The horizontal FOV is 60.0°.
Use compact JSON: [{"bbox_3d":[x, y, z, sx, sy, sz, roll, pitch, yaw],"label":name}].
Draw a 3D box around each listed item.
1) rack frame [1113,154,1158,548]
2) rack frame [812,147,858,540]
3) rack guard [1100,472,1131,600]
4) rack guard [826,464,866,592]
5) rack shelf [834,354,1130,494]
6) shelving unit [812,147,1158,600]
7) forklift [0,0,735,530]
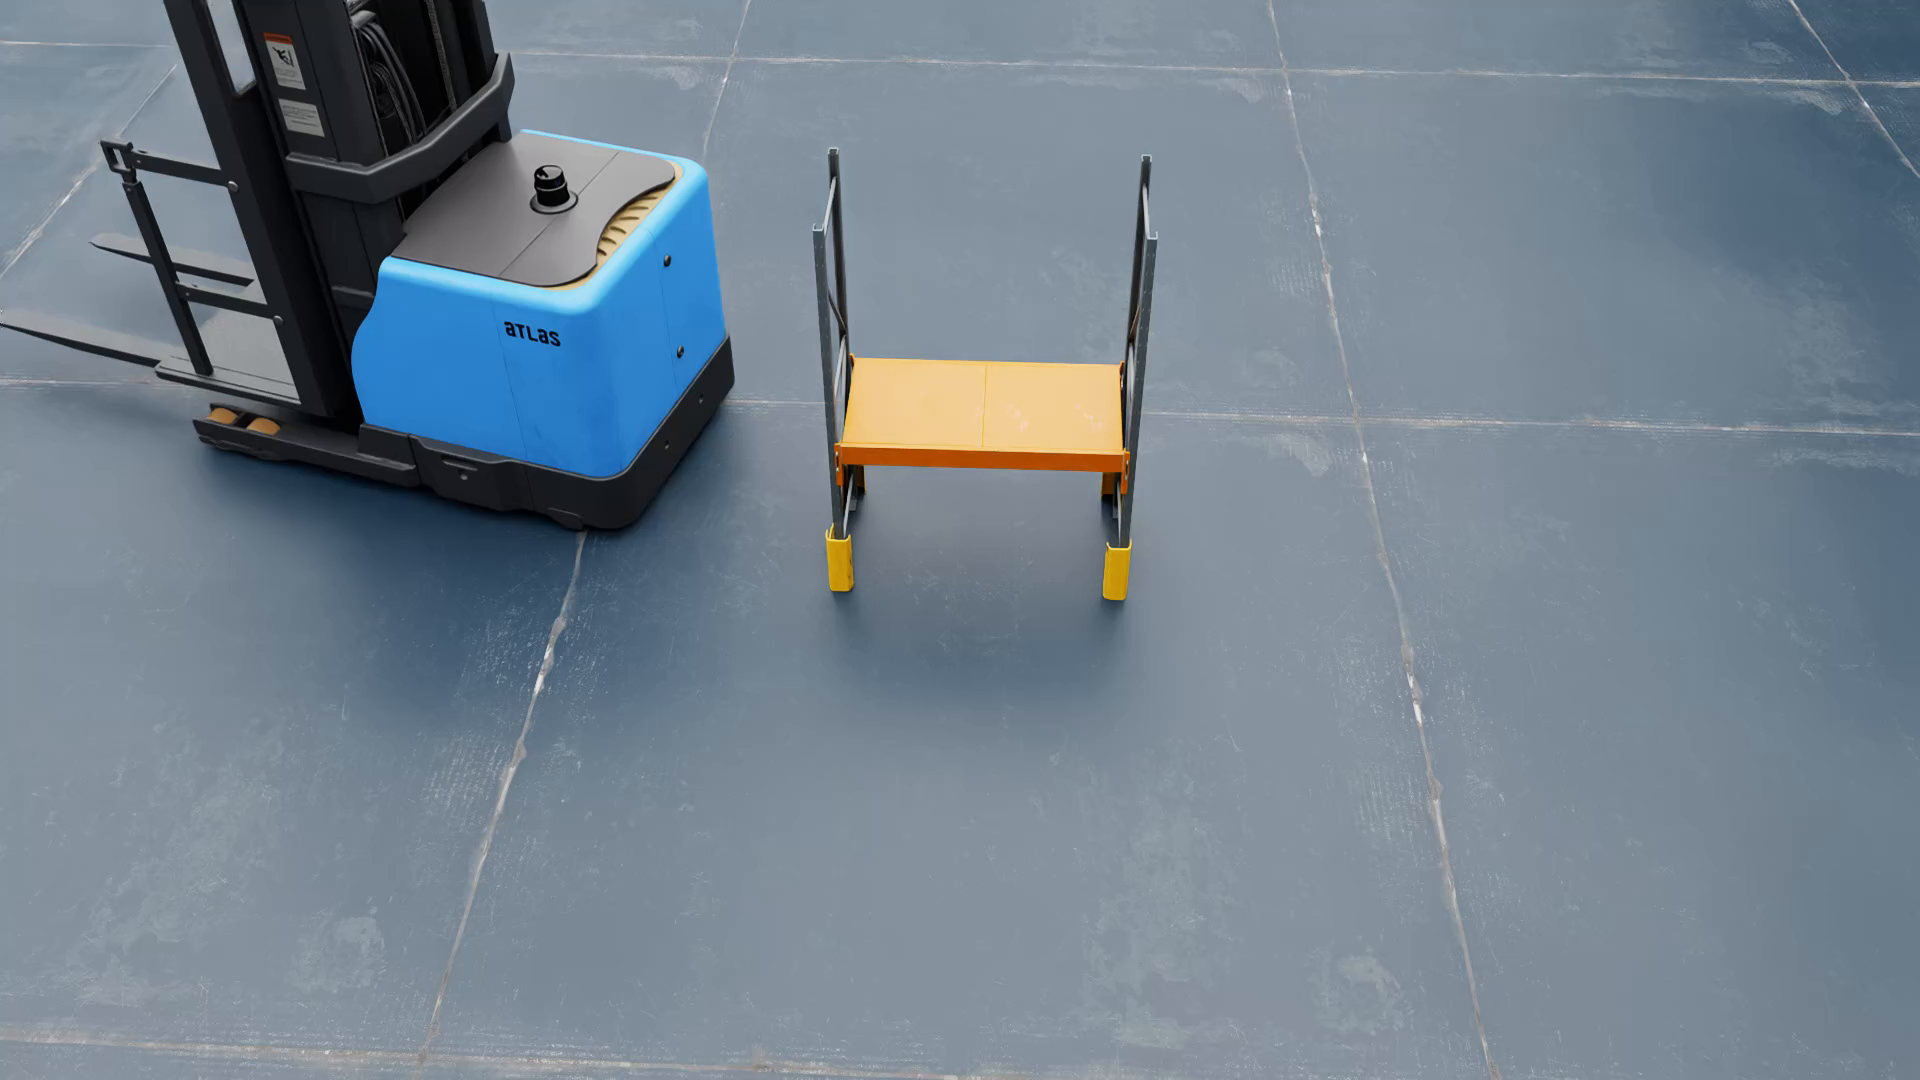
[{"bbox_3d":[0.593,-0.531,5.719,0.032,1.500,0.500,2,43,2],"label":"rack frame"},{"bbox_3d":[-0.423,-0.562,5.753,0.032,1.500,0.500,2,43,2],"label":"rack frame"},{"bbox_3d":[0.574,-0.074,6.146,0.087,0.250,0.587,2,43,2],"label":"rack guard"},{"bbox_3d":[-0.421,-0.104,6.179,0.087,0.250,0.587,2,43,2],"label":"rack guard"},{"bbox_3d":[0.085,-0.415,5.859,1.000,0.185,0.538,2,43,2],"label":"rack shelf"},{"bbox_3d":[0.076,-0.546,5.736,1.083,1.500,0.587,2,43,2],"label":"shelving unit"},{"bbox_3d":[-2.501,-1.714,5.940,3.031,2.935,1.130,13,45,14],"label":"forklift"}]
